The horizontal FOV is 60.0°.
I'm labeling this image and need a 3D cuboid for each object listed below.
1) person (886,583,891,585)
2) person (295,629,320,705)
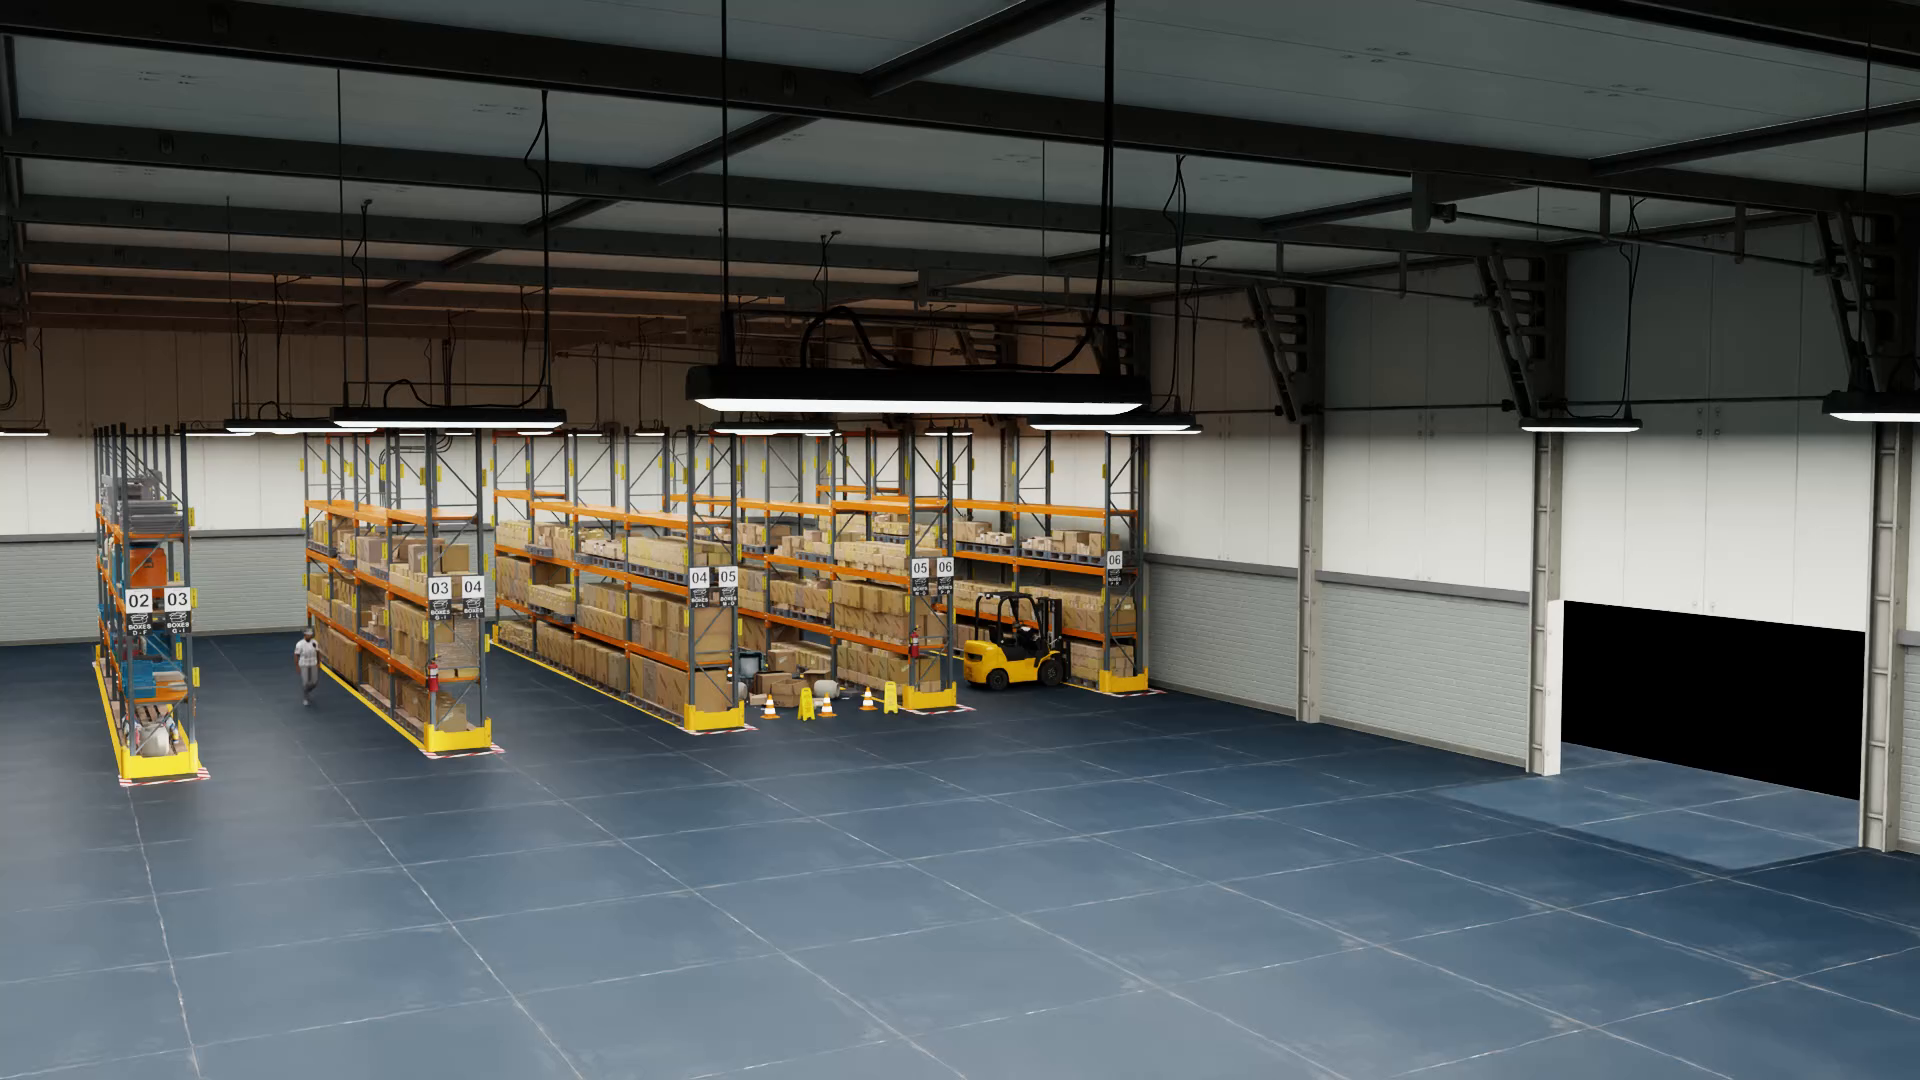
[{"bbox_3d":[-1.933,2.004,44.459,0.573,1.703,0.571,-2,4,-35],"label":"person"},{"bbox_3d":[-14.152,2.726,36.034,0.539,1.658,0.534,-3,4,-39],"label":"person"}]
